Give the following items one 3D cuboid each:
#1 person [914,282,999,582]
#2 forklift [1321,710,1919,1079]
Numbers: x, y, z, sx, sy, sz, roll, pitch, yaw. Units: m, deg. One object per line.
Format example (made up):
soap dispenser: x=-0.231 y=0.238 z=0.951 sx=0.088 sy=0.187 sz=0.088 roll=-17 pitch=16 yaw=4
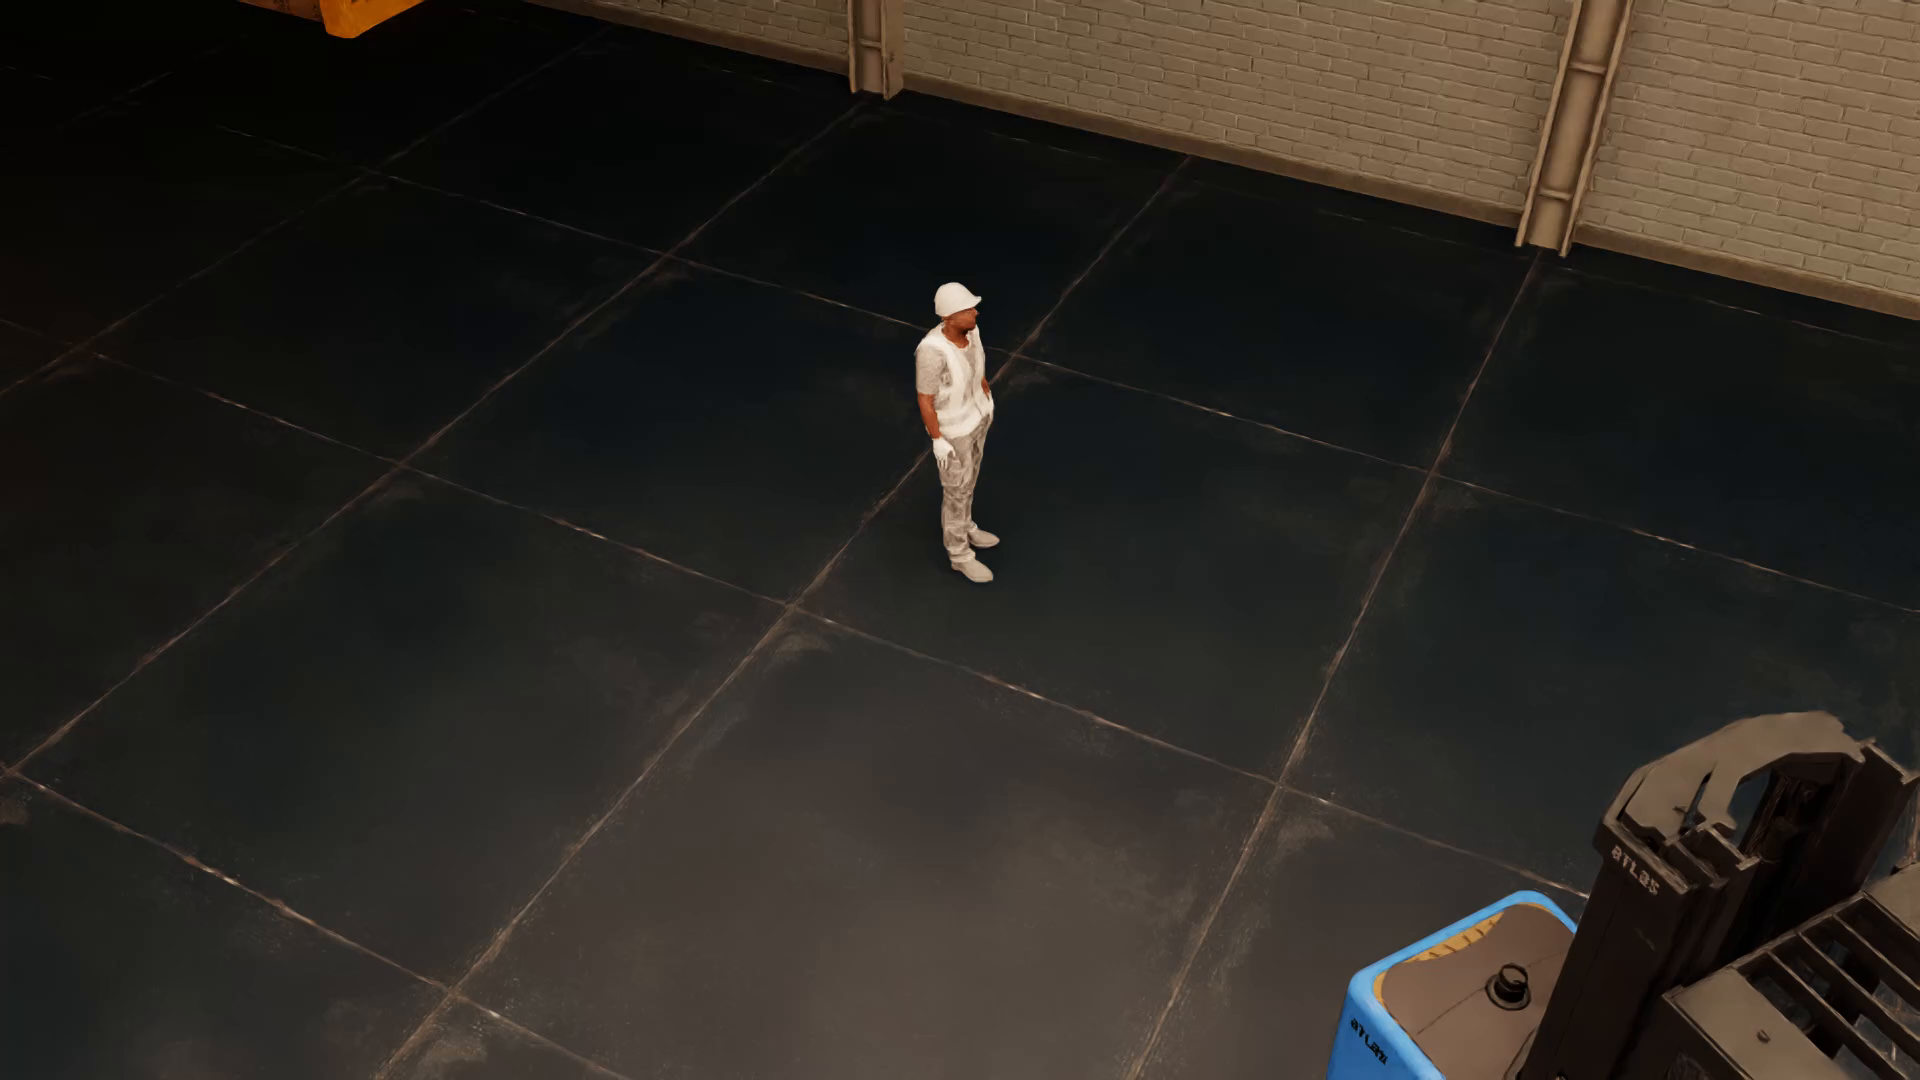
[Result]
person: x=0.060 y=-0.662 z=9.652 sx=0.576 sy=1.782 sz=0.655 roll=18 pitch=43 yaw=21
forklift: x=2.659 y=2.114 z=5.477 sx=1.130 sy=2.935 sz=3.031 roll=-19 pitch=44 yaw=-21
